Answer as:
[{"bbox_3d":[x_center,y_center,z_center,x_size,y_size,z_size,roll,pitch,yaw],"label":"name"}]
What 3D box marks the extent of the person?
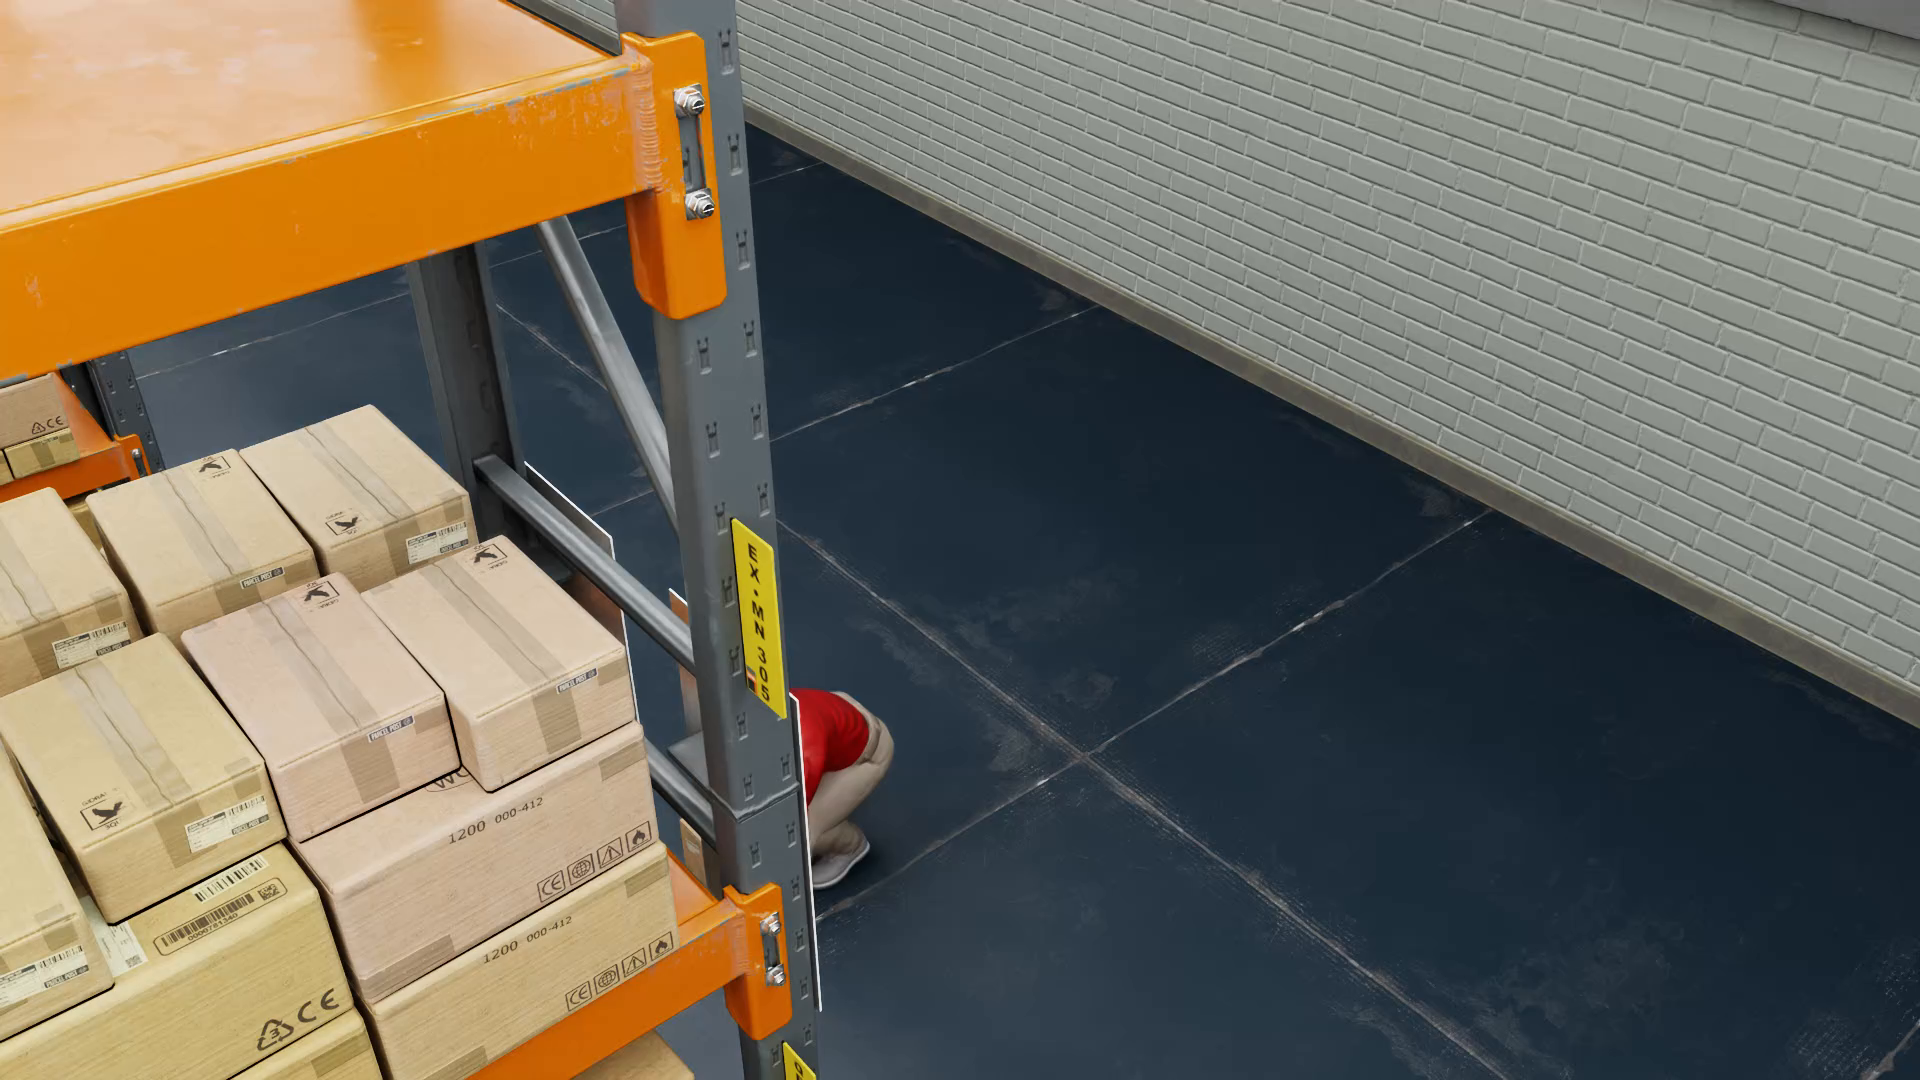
[{"bbox_3d":[-0.645,0.913,6.462,0.866,0.996,0.537,-27,44,-33],"label":"person"}]
